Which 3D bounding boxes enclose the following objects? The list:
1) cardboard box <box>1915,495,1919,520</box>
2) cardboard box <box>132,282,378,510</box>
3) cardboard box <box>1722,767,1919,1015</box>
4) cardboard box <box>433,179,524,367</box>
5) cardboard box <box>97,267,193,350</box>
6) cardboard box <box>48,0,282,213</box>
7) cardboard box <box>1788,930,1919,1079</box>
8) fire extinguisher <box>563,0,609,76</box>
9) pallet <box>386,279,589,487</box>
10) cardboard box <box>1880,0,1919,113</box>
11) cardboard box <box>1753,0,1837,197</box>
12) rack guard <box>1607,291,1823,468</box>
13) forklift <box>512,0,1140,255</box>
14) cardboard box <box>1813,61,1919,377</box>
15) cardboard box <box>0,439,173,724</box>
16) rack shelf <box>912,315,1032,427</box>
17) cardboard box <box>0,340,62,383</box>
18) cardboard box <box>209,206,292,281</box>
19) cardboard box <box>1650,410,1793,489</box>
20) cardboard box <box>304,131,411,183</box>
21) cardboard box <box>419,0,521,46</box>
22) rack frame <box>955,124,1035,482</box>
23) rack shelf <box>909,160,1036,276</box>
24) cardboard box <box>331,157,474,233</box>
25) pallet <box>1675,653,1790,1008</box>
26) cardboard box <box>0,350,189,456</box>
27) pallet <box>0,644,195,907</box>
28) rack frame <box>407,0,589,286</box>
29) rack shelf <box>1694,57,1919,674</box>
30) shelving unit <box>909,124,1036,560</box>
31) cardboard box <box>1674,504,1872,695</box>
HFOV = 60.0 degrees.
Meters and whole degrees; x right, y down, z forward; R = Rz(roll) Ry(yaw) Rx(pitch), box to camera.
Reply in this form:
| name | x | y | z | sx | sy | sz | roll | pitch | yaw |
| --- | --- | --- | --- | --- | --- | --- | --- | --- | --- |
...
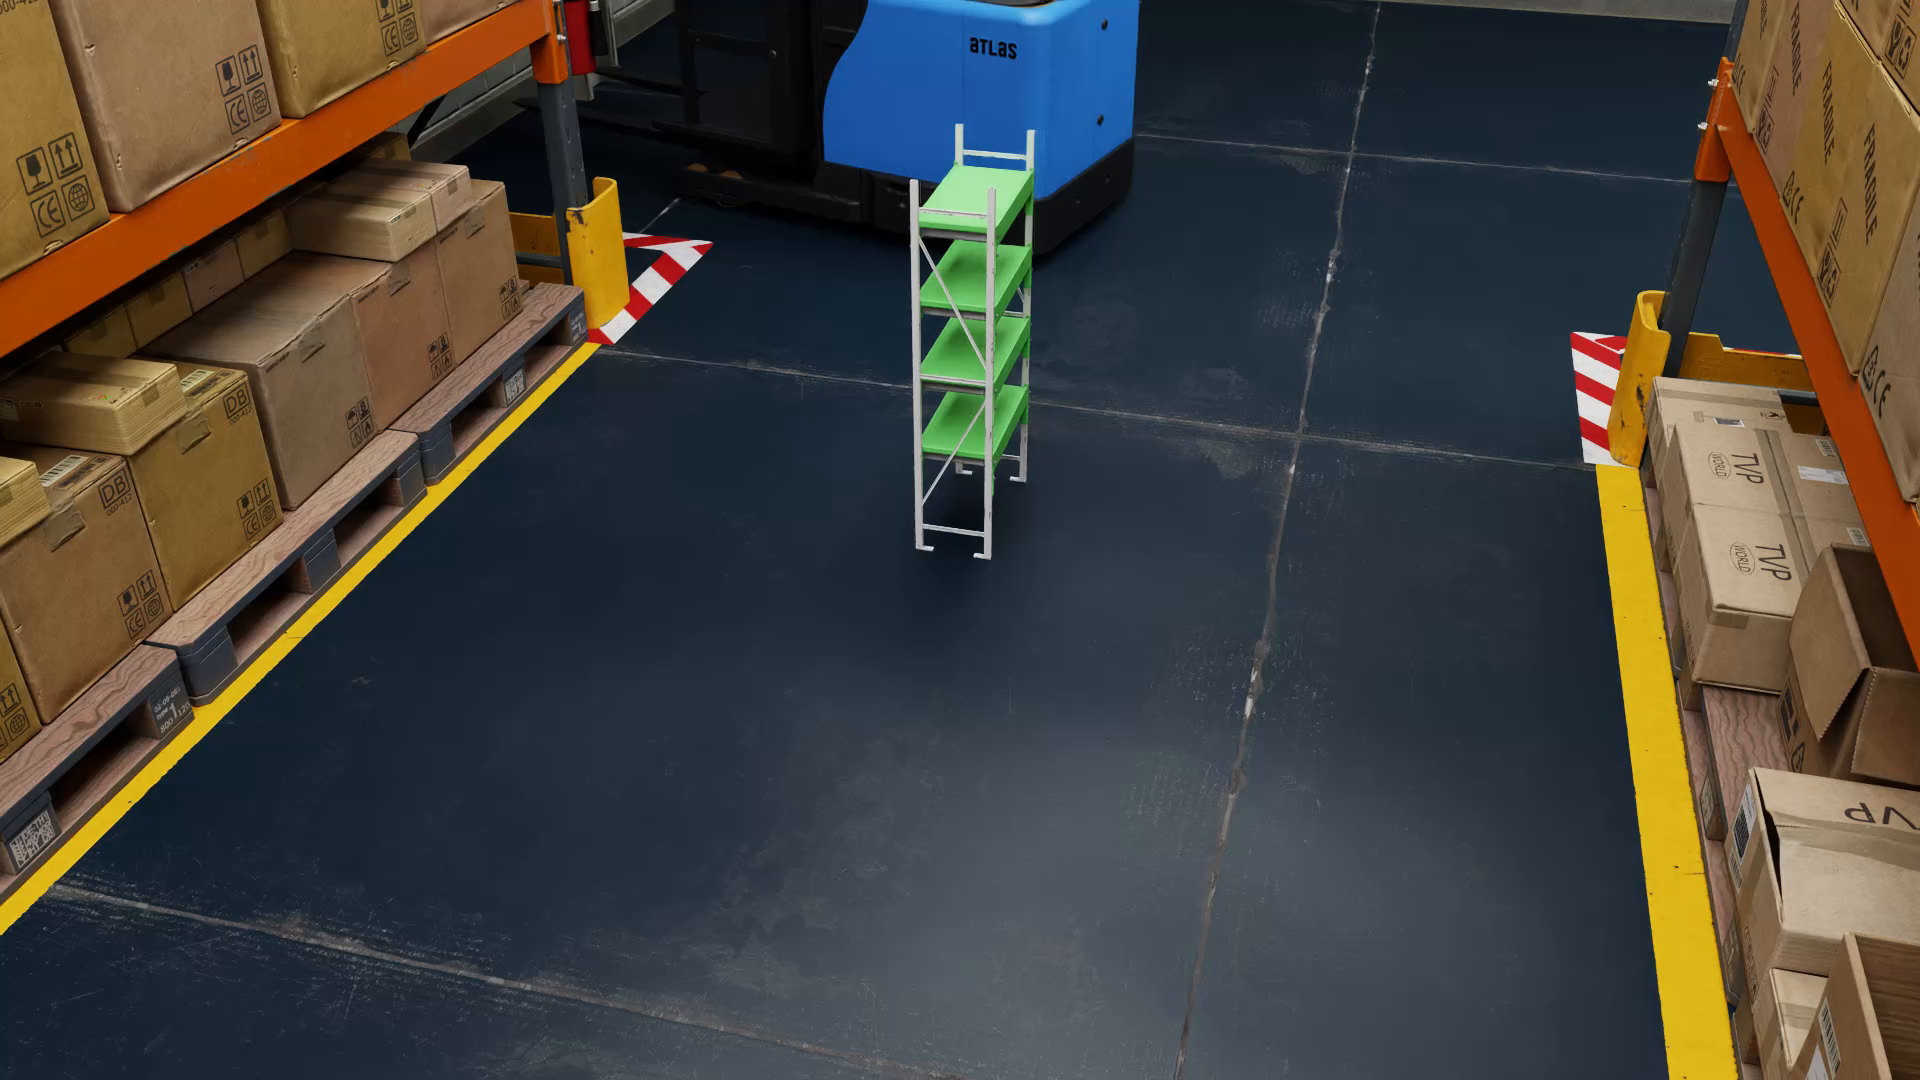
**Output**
| name | x | y | z | sx | sy | sz | roll | pitch | yaw |
| --- | --- | --- | --- | --- | --- | --- | --- | --- | --- |
| cardboard box | 1.839 | -0.099 | 2.517 | 0.500 | 0.500 | 0.500 | 9 | 34 | 14 |
| cardboard box | -2.282 | -0.468 | 5.128 | 0.700 | 0.500 | 0.500 | 7 | 33 | 11 |
| cardboard box | 1.891 | 0.731 | 3.401 | 0.500 | 0.311 | 0.500 | 8 | 33 | 12 |
| cardboard box | -2.028 | -0.988 | 5.947 | 0.700 | 0.500 | 0.500 | 8 | 33 | 12 |
| cardboard box | -2.509 | -0.696 | 4.883 | 0.380 | 0.149 | 0.250 | 8 | 33 | 13 |
| cardboard box | -2.443 | -1.330 | 4.267 | 0.980 | 0.700 | 0.700 | 6 | 33 | 10 |
| cardboard box | 1.701 | 1.040 | 2.738 | 0.500 | 0.500 | 0.500 | 8 | 33 | 12 |
| fire extinguisher | -1.462 | -2.068 | 6.127 | 0.296 | 0.674 | 0.183 | 8 | 33 | 12 |
| pallet | -2.074 | -0.641 | 6.061 | 1.003 | 0.211 | 1.213 | 8 | 33 | 12 |
| cardboard box | 2.093 | -1.045 | 3.073 | 0.500 | 0.500 | 0.500 | 8 | 33 | 12 |
| cardboard box | 2.352 | -1.150 | 4.170 | 0.500 | 0.500 | 0.500 | 8 | 33 | 12 |
| rack guard | 2.826 | -0.476 | 5.533 | 1.175 | 0.500 | 0.348 | 8 | 33 | 12 |
| forklift | -0.743 | -2.991 | 7.222 | 3.031 | 2.935 | 1.130 | 16 | 36 | 24 |
| cardboard box | 2.094 | -0.631 | 3.353 | 0.500 | 0.500 | 0.500 | 8 | 33 | 13 |
| cardboard box | -2.542 | 0.076 | 4.273 | 0.700 | 0.500 | 0.500 | 8 | 33 | 12 |
| rack shelf | 0.042 | -0.538 | 5.097 | 0.258 | 0.148 | 0.480 | 8 | 33 | 12 |
| cardboard box | -2.639 | -0.431 | 4.466 | 0.380 | 0.149 | 0.250 | 8 | 33 | 13 |
| cardboard box | -2.381 | -0.962 | 5.300 | 0.380 | 0.149 | 0.250 | 8 | 33 | 13 |
| cardboard box | 2.344 | -0.260 | 5.094 | 0.380 | 0.166 | 0.250 | 8 | 33 | 12 |
| cardboard box | -2.189 | -1.354 | 5.918 | 0.380 | 0.149 | 0.250 | 8 | 33 | 13 |
| cardboard box | -2.067 | -2.104 | 5.483 | 0.980 | 0.700 | 0.700 | 10 | 34 | 15 |
| rack frame | 0.104 | -0.719 | 5.262 | 0.240 | 1.200 | 0.015 | 8 | 33 | 12 |
| rack shelf | 0.042 | -0.943 | 4.840 | 0.258 | 0.148 | 0.480 | 8 | 33 | 12 |
| cardboard box | -1.884 | -1.171 | 5.630 | 0.380 | 0.149 | 0.250 | 8 | 33 | 12 |
| pallet | 2.313 | 0.691 | 3.967 | 1.003 | 0.211 | 1.213 | 8 | 33 | 12 |
| cardboard box | -2.277 | -0.361 | 4.356 | 0.380 | 0.149 | 0.250 | 7 | 33 | 11 |
| pallet | -2.693 | 0.626 | 4.069 | 1.003 | 0.211 | 1.213 | 8 | 33 | 12 |
| rack frame | -1.947 | -2.243 | 5.982 | 1.000 | 3.000 | 0.127 | 8 | 33 | 12 |
| rack shelf | 2.338 | -0.229 | 3.485 | 1.077 | 0.370 | 4.000 | 8 | 33 | 12 |
| shelving unit | 0.042 | -0.592 | 5.063 | 0.258 | 1.200 | 0.503 | 8 | 33 | 12 |
| cardboard box | 2.180 | 0.167 | 4.345 | 0.500 | 0.250 | 0.500 | 8 | 33 | 12 |
